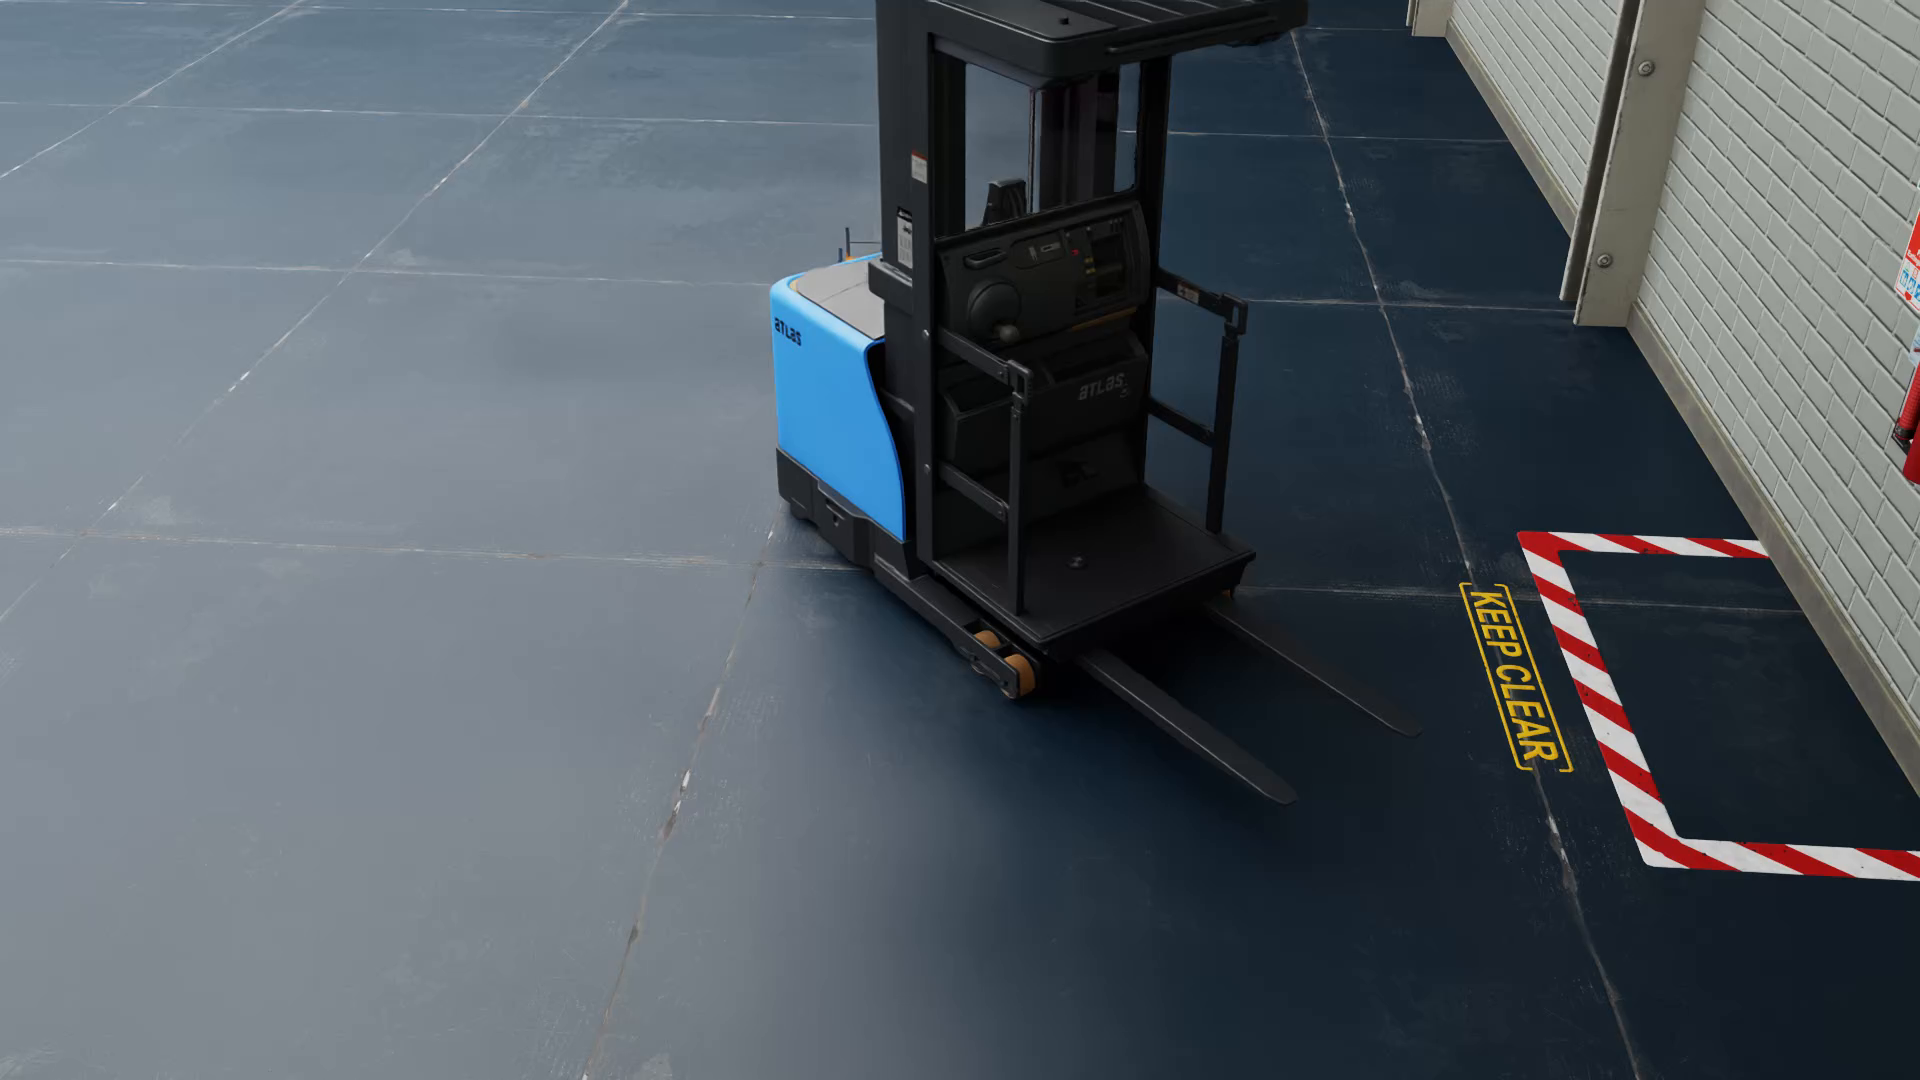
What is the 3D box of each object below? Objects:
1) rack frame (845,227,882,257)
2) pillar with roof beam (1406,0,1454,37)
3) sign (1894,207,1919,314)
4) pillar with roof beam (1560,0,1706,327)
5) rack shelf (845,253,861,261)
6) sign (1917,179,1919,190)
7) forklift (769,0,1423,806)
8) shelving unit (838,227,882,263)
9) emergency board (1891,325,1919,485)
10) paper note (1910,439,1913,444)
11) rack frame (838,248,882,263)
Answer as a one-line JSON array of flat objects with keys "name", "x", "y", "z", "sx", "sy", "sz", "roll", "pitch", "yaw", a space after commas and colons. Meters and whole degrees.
[{"name": "rack frame", "x": -0.413, "y": -0.971, "z": 7.819, "sx": 0.200, "sy": 1.050, "sz": 0.008, "roll": 1, "pitch": 32, "yaw": 4}, {"name": "pillar with roof beam", "x": -0.238, "y": -8.434, "z": 12.359, "sx": 9.100, "sy": 9.000, "sz": 0.400, "roll": 2, "pitch": 32, "yaw": 4}, {"name": "sign", "x": 3.463, "y": -1.012, "z": 6.000, "sx": 0.001, "sy": 0.329, "sz": 0.234, "roll": 2, "pitch": 32, "yaw": 4}, {"name": "pillar with roof beam", "x": -0.726, "y": -5.297, "z": 7.268, "sx": 9.100, "sy": 9.000, "sz": 0.400, "roll": 2, "pitch": 32, "yaw": 4}, {"name": "rack shelf", "x": -0.425, "y": -1.138, "z": 7.571, "sx": 0.215, "sy": 0.259, "sz": 0.240, "roll": 1, "pitch": 32, "yaw": 4}, {"name": "sign", "x": 3.454, "y": -1.236, "z": 5.857, "sx": 0.001, "sy": 0.109, "sz": 0.331, "roll": 2, "pitch": 32, "yaw": 4}, {"name": "forklift", "x": 0.451, "y": -0.940, "z": 5.981, "sx": 1.130, "sy": 2.935, "sz": 3.031, "roll": -21, "pitch": 37, "yaw": -30}, {"name": "shelving unit", "x": -0.421, "y": -0.906, "z": 7.715, "sx": 0.215, "sy": 1.050, "sz": 0.252, "roll": 1, "pitch": 32, "yaw": 4}, {"name": "emergency board", "x": 3.315, "y": -0.712, "z": 5.547, "sx": 0.194, "sy": 1.169, "sz": 0.643, "roll": 2, "pitch": 32, "yaw": 4}, {"name": "paper note", "x": 3.399, "y": -0.427, "z": 5.923, "sx": 0.016, "sy": 0.148, "sz": 0.142, "roll": 2, "pitch": 32, "yaw": 4}, {"name": "rack frame", "x": -0.429, "y": -0.842, "z": 7.612, "sx": 0.200, "sy": 1.050, "sz": 0.008, "roll": 1, "pitch": 32, "yaw": 4}]
